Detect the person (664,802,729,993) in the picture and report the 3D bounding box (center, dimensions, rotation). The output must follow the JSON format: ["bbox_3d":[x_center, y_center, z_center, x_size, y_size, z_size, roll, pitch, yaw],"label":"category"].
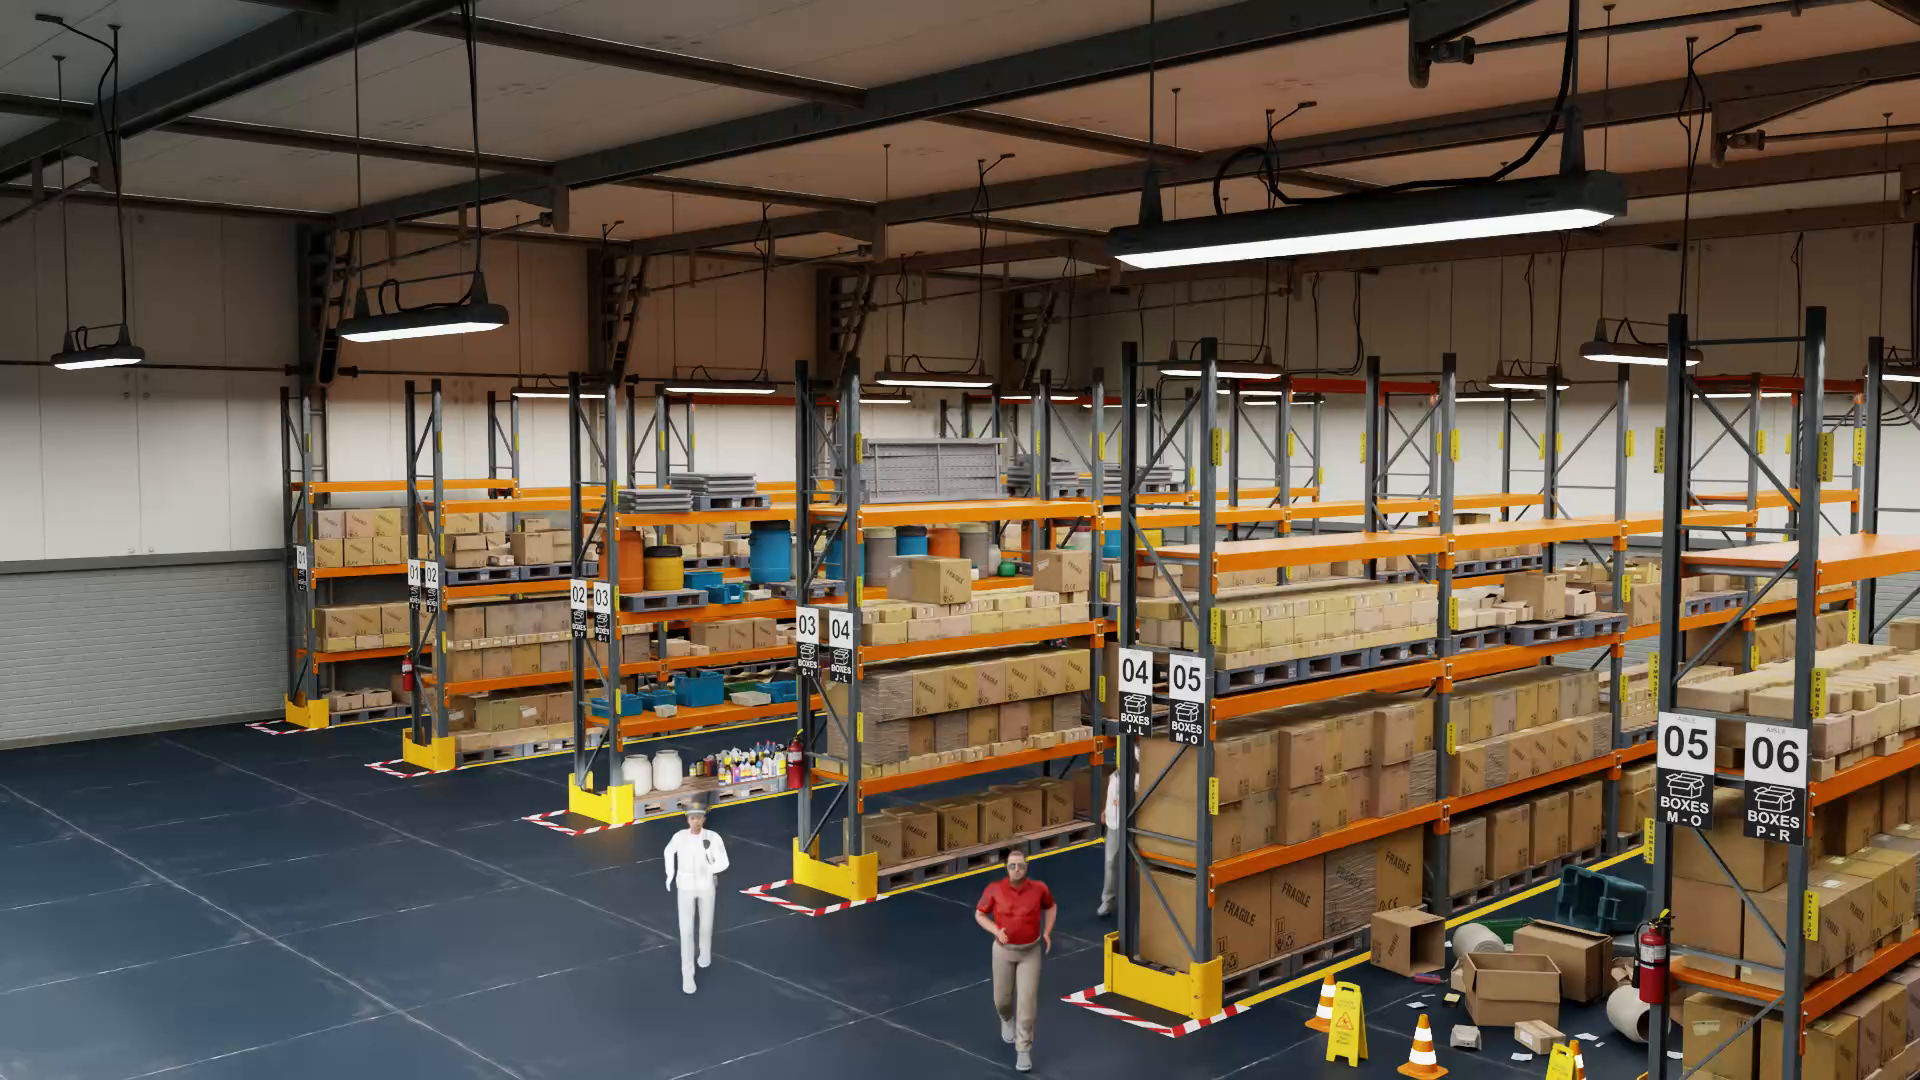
[{"bbox_3d":[-2.482,3.289,15.653,0.614,1.689,0.921,0,4,-6],"label":"person"}]

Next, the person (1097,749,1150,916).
[{"bbox_3d":[1.796,3.103,17.984,0.653,1.760,0.968,2,4,34],"label":"person"}]

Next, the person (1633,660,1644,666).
[{"bbox_3d":[10.483,2.707,25.817,0.683,1.699,0.593,-4,5,-45],"label":"person"}]

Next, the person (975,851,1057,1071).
[{"bbox_3d":[0.466,3.419,13.765,0.686,1.708,0.829,0,4,2],"label":"person"}]
